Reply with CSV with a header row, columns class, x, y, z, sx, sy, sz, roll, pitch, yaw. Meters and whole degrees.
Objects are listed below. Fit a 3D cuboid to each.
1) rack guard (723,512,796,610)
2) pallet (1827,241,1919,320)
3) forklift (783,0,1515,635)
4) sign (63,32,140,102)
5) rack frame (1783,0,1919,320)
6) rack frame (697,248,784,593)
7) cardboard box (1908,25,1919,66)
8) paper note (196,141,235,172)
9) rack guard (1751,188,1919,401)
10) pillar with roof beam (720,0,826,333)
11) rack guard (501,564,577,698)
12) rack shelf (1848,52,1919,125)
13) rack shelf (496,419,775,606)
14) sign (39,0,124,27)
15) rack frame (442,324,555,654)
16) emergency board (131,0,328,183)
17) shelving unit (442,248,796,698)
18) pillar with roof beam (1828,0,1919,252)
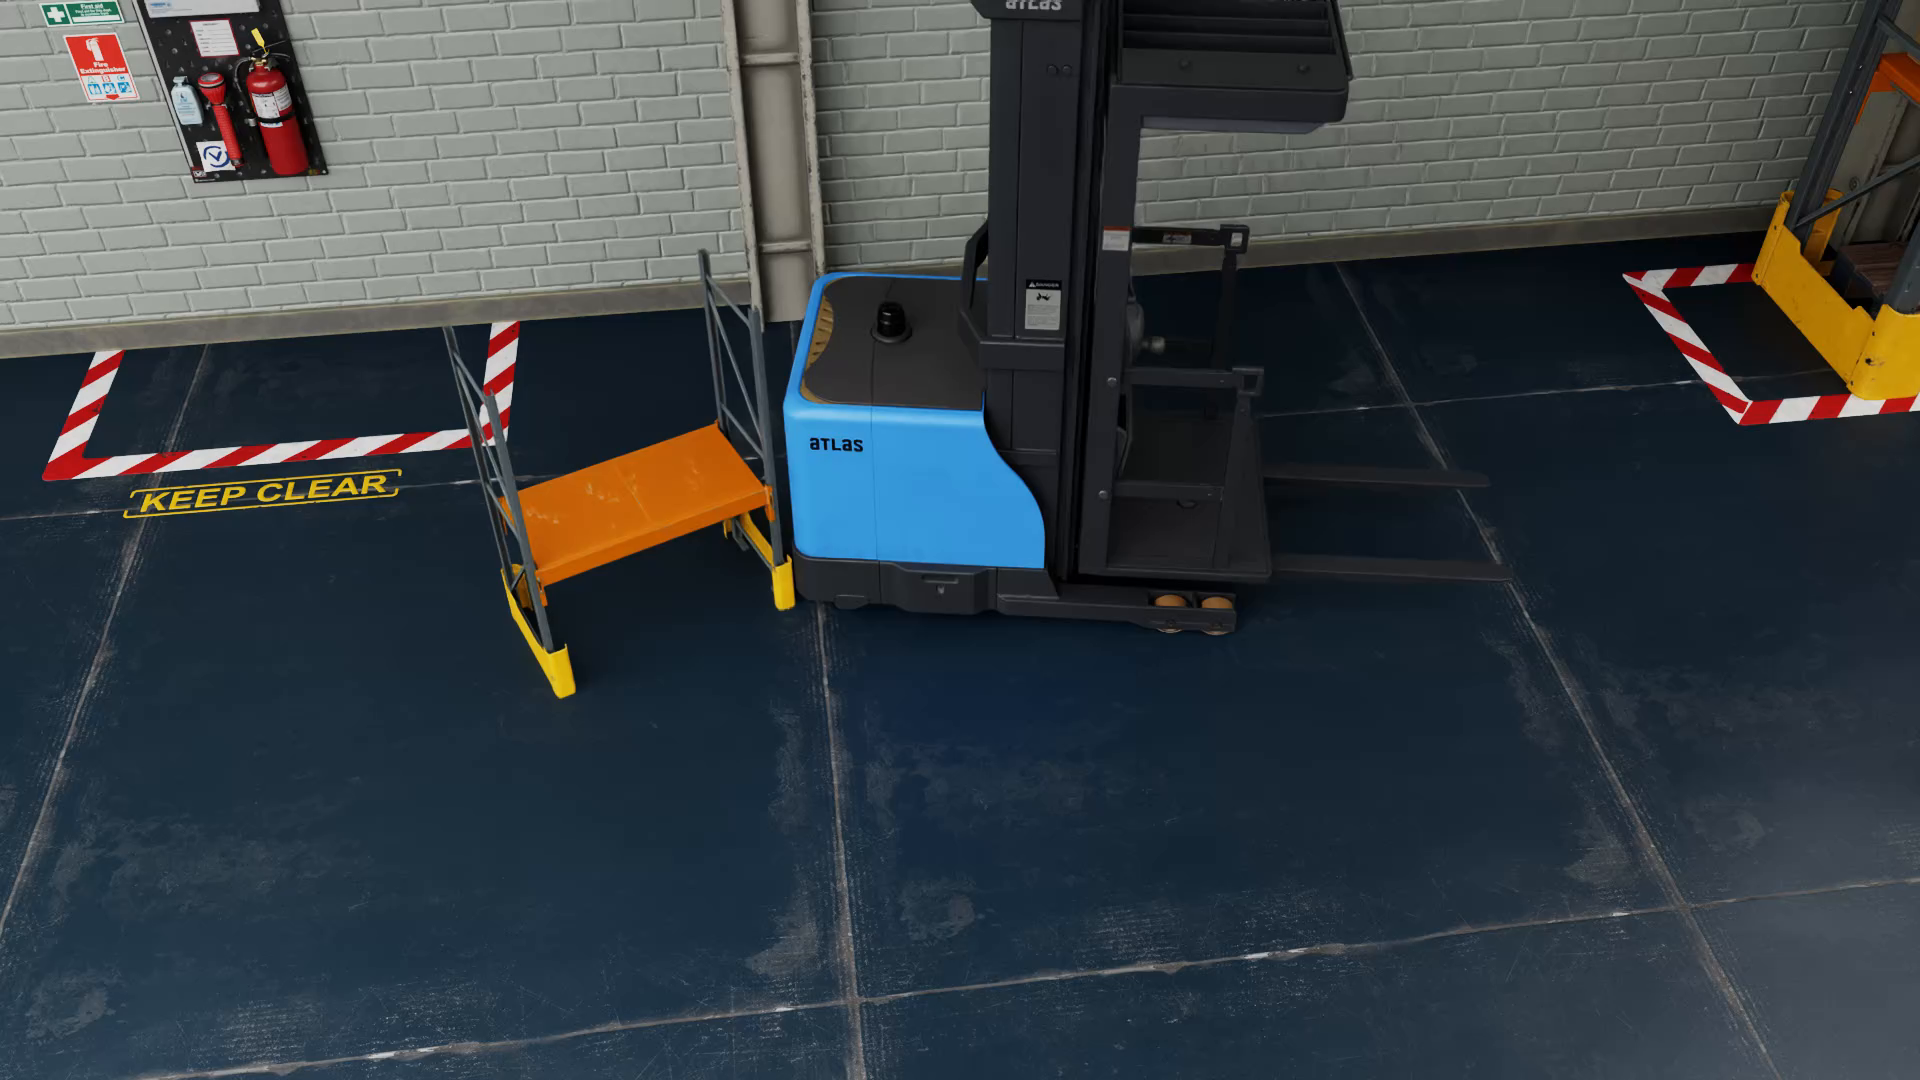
class,x,y,z,sx,sy,sz,roll,pitch,yaw
rack guard,-0.885,0.030,7.245,0.087,0.250,0.587,-22,46,-22
pallet,5.355,-1.214,8.654,1.213,0.211,1.003,-5,42,-6
forklift,0.835,-1.058,6.449,3.031,2.935,1.130,3,42,3
sign,-3.915,-2.155,7.588,0.234,0.329,0.001,-5,42,-6
rack frame,4.469,-2.196,7.660,0.127,3.000,1.000,-5,42,-6
rack frame,-0.884,-0.434,6.827,0.032,1.500,0.500,-22,46,-22
cardboard box,4.907,-2.317,7.891,0.500,0.250,0.500,-4,42,-5
paper note,-3.538,-1.824,7.906,0.142,0.148,0.016,-5,42,-6
rack guard,4.544,-1.274,8.505,0.348,0.500,1.175,-5,42,-6
pillar with roof beam,-0.340,-1.679,2.608,0.400,9.000,9.100,-5,42,-6
rack guard,-1.742,0.370,6.868,0.087,0.250,0.587,-22,46,-22
rack shelf,6.452,-2.102,8.094,4.000,0.370,1.077,-5,42,-6
rack shelf,-1.321,-0.127,6.755,1.000,0.185,0.538,-22,46,-22
sign,-3.910,-2.346,7.404,0.331,0.109,0.001,-5,42,-6
rack frame,-1.759,-0.088,6.442,0.032,1.500,0.500,-22,46,-22
emergency board,-3.354,-2.121,7.577,0.643,1.169,0.194,-5,42,-6
shelving unit,-1.313,-0.264,6.638,1.083,1.500,0.587,-22,46,-22
pillar with roof beam,5.609,-2.200,3.185,0.400,9.000,9.100,-5,42,-6
